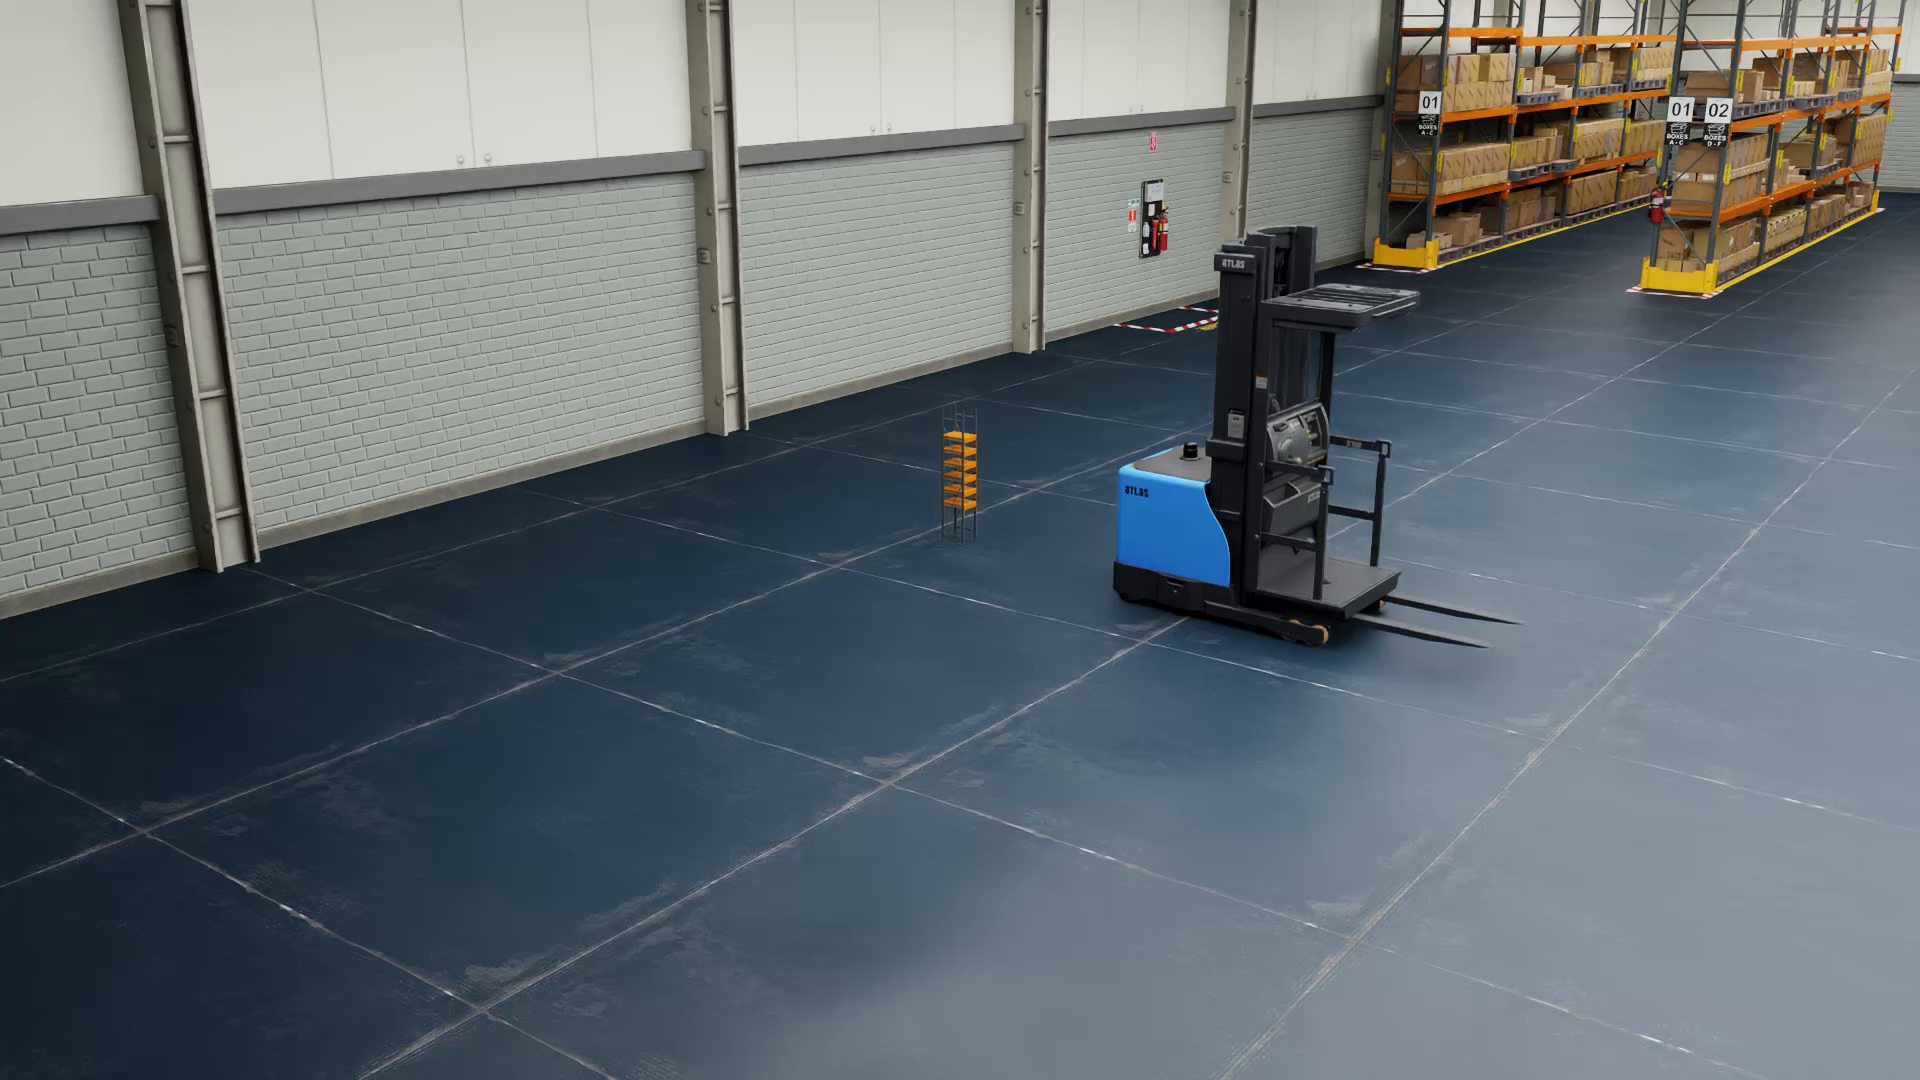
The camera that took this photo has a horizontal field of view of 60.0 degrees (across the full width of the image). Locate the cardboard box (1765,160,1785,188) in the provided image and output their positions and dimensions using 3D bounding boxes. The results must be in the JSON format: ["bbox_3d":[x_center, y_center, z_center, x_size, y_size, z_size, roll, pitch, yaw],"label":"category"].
[{"bbox_3d":[15.830,-7.180,32.638,0.500,0.500,0.500,12,21,35],"label":"cardboard box"}]

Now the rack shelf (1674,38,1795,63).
[{"bbox_3d":[13.555,-8.562,29.028,1.077,0.370,4.000,12,21,35],"label":"rack shelf"}]

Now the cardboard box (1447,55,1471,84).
[{"bbox_3d":[9.147,-8.756,30.936,0.500,0.500,0.500,12,21,34],"label":"cardboard box"}]

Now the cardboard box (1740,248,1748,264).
[{"bbox_3d":[14.054,-5.207,30.381,0.500,0.250,0.500,12,21,35],"label":"cardboard box"}]

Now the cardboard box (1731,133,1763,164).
[{"bbox_3d":[14.187,-7.147,30.346,0.700,0.500,0.500,12,21,35],"label":"cardboard box"}]

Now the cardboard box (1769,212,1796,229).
[{"bbox_3d":[16.408,-6.402,33.286,0.500,0.311,0.500,12,21,34],"label":"cardboard box"}]

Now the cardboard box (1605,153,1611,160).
[{"bbox_3d":[15.126,-9.055,39.235,0.380,0.149,0.250,12,21,35],"label":"cardboard box"}]

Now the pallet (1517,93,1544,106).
[{"bbox_3d":[11.219,-9.053,34.097,1.213,0.211,1.003,12,21,35],"label":"pallet"}]

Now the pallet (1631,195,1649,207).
[{"bbox_3d":[16.775,-8.615,42.129,1.003,0.211,1.213,12,21,35],"label":"pallet"}]

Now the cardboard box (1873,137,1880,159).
[{"bbox_3d":[21.542,-9.334,39.576,0.500,0.500,0.500,13,21,35],"label":"cardboard box"}]

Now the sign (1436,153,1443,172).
[{"bbox_3d":[8.819,-6.947,30.596,0.100,0.325,0.005,12,21,35],"label":"sign"}]

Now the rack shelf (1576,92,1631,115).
[{"bbox_3d":[14.341,-10.100,38.365,1.077,0.370,4.000,12,21,35],"label":"rack shelf"}]

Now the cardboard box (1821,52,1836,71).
[{"bbox_3d":[18.003,-9.964,34.858,0.500,0.500,0.500,12,21,35],"label":"cardboard box"}]

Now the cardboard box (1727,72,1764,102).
[{"bbox_3d":[13.572,-7.850,28.793,0.500,0.500,0.500,12,21,35],"label":"cardboard box"}]

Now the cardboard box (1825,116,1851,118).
[{"bbox_3d":[20.511,-9.666,38.959,0.500,0.500,0.500,12,21,34],"label":"cardboard box"}]

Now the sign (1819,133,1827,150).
[{"bbox_3d":[17.578,-8.116,33.868,0.100,0.325,0.005,12,21,35],"label":"sign"}]

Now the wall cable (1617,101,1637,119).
[{"bbox_3d":[17.919,-11.397,44.675,0.084,1.984,1.851,12,21,35],"label":"wall cable"}]

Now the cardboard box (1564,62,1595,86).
[{"bbox_3d":[14.006,-10.616,37.902,0.700,0.500,0.500,14,22,37],"label":"cardboard box"}]

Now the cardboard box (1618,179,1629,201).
[{"bbox_3d":[16.061,-8.654,41.061,0.700,0.500,0.500,13,21,35],"label":"cardboard box"}]

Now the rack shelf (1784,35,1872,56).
[{"bbox_3d":[18.322,-10.467,35.163,1.077,0.370,4.000,12,21,35],"label":"rack shelf"}]

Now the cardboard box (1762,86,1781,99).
[{"bbox_3d":[15.121,-8.414,31.267,0.500,0.250,0.500,15,23,40],"label":"cardboard box"}]

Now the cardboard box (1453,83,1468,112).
[{"bbox_3d":[9.131,-8.276,31.076,0.500,0.500,0.500,14,22,38],"label":"cardboard box"}]

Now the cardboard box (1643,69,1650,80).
[{"bbox_3d":[16.471,-11.333,40.500,0.500,0.250,0.500,12,21,34],"label":"cardboard box"}]

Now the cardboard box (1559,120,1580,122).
[{"bbox_3d":[14.134,-9.612,38.669,0.500,0.250,0.500,12,21,33],"label":"cardboard box"}]

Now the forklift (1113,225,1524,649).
[{"bbox_3d":[2.698,-0.787,12.337,3.031,2.935,1.130,13,21,35],"label":"forklift"}]

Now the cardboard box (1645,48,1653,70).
[{"bbox_3d":[16.484,-11.698,40.411,0.500,0.500,0.500,12,21,34],"label":"cardboard box"}]

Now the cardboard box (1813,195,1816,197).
[{"bbox_3d":[18.720,-7.428,37.079,0.500,0.500,0.500,13,21,35],"label":"cardboard box"}]

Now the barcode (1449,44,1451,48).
[{"bbox_3d":[9.592,-9.667,32.553,0.001,0.075,0.075,12,21,35],"label":"barcode"}]

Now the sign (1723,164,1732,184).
[{"bbox_3d":[12.805,-6.106,27.757,0.100,0.325,0.005,12,21,35],"label":"sign"}]

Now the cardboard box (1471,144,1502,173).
[{"bbox_3d":[10.440,-7.591,33.085,0.500,0.500,0.500,12,21,34],"label":"cardboard box"}]

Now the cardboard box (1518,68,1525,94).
[{"bbox_3d":[11.156,-9.379,33.953,0.500,0.500,0.500,16,24,42],"label":"cardboard box"}]

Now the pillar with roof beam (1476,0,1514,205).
[{"bbox_3d":[15.137,-10.482,33.325,9.100,9.000,0.400,12,21,35],"label":"pillar with roof beam"}]

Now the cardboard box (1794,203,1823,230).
[{"bbox_3d":[17.938,-6.860,35.250,0.500,0.500,0.500,12,21,33],"label":"cardboard box"}]

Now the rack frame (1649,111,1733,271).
[{"bbox_3d":[12.363,-5.755,28.217,1.000,3.000,0.127,12,21,35],"label":"rack frame"}]

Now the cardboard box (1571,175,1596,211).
[{"bbox_3d":[14.220,-8.068,38.583,0.750,0.750,0.750,12,21,34],"label":"cardboard box"}]

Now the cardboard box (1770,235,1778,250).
[{"bbox_3d":[15.492,-5.769,32.190,0.500,0.250,0.500,13,22,36],"label":"cardboard box"}]

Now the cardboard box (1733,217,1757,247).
[{"bbox_3d":[14.339,-5.687,30.663,0.500,0.500,0.500,12,21,35],"label":"cardboard box"}]

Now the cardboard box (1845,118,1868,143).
[{"bbox_3d":[20.327,-9.324,37.855,0.500,0.500,0.500,12,21,33],"label":"cardboard box"}]

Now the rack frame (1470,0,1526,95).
[{"bbox_3d":[10.766,-10.447,33.211,1.000,3.000,0.127,12,21,35],"label":"rack frame"}]

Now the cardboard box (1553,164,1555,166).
[{"bbox_3d":[13.531,-8.462,37.324,0.380,0.149,0.250,12,21,34],"label":"cardboard box"}]

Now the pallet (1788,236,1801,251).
[{"bbox_3d":[16.608,-6.139,34.157,1.003,0.211,1.213,12,21,35],"label":"pallet"}]

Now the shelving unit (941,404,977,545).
[{"bbox_3d":[-0.009,-0.570,14.555,0.258,1.200,0.189,12,21,35],"label":"shelving unit"}]

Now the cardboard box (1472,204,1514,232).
[{"bbox_3d":[11.191,-6.777,34.981,0.700,0.500,0.500,13,22,37],"label":"cardboard box"}]

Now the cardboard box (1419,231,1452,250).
[{"bbox_3d":[9.207,-5.840,32.283,0.500,0.311,0.500,15,22,39],"label":"cardboard box"}]

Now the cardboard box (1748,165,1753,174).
[{"bbox_3d":[13.999,-6.660,29.871,0.380,0.149,0.250,13,22,36],"label":"cardboard box"}]

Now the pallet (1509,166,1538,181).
[{"bbox_3d":[11.338,-7.647,34.633,1.003,0.211,1.213,12,21,35],"label":"pallet"}]

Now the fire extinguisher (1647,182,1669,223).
[{"bbox_3d":[11.920,-5.772,28.402,0.296,0.674,0.183,12,21,35],"label":"fire extinguisher"}]

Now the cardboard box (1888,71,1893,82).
[{"bbox_3d":[21.795,-10.998,39.453,0.500,0.250,0.500,12,21,35],"label":"cardboard box"}]

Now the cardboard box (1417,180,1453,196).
[{"bbox_3d":[8.928,-6.627,31.246,0.500,0.250,0.500,12,21,33],"label":"cardboard box"}]

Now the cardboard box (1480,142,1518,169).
[{"bbox_3d":[11.097,-7.955,34.392,0.700,0.500,0.500,12,21,35],"label":"cardboard box"}]

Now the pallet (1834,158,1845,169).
[{"bbox_3d":[18.949,-8.350,36.899,1.003,0.211,1.213,12,21,35],"label":"pallet"}]

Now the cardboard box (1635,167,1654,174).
[{"bbox_3d":[17.497,-9.448,42.525,0.380,0.149,0.250,13,22,36],"label":"cardboard box"}]

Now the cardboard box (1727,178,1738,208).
[{"bbox_3d":[13.261,-6.155,29.336,0.700,0.500,0.500,13,21,35],"label":"cardboard box"}]
